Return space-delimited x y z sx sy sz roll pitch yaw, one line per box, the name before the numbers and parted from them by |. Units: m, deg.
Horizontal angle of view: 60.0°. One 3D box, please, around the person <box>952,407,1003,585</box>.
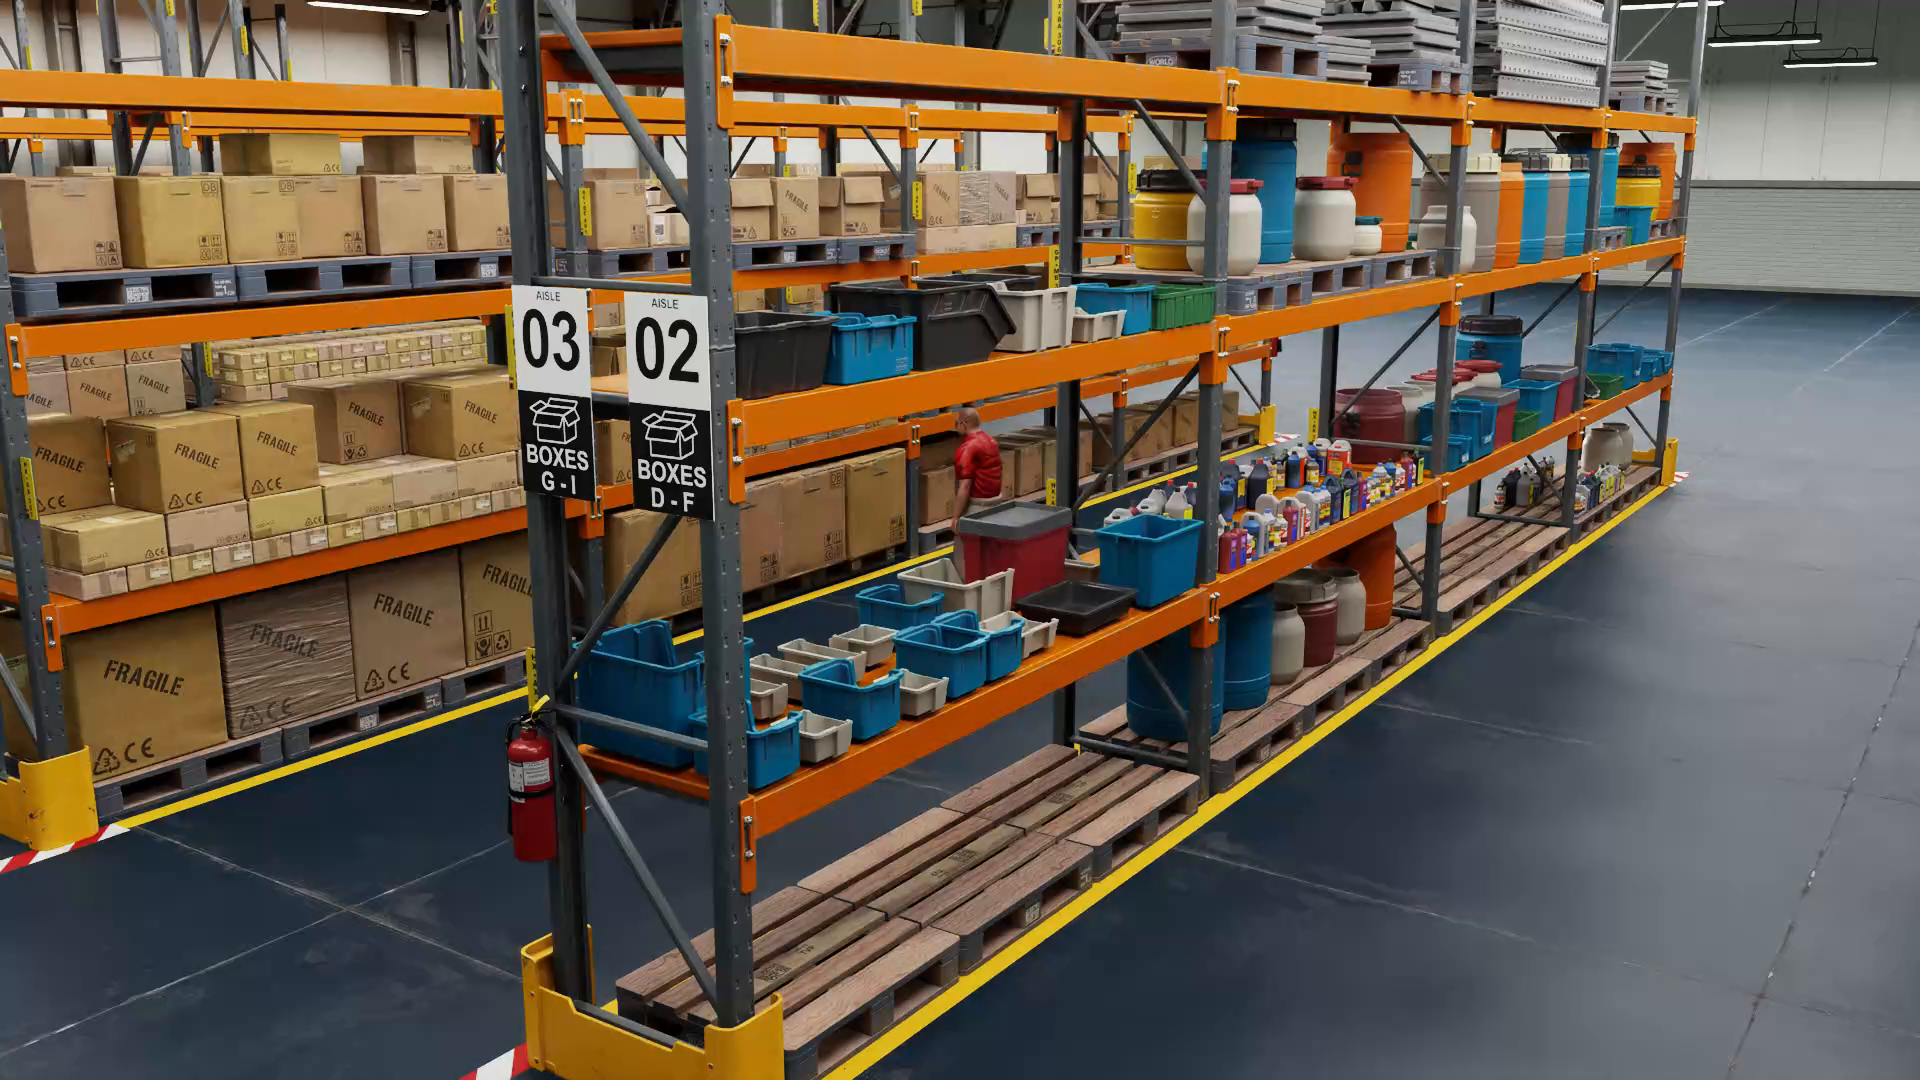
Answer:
person | 0.127 -0.213 13.445 0.396 1.726 0.585 9 15 33
